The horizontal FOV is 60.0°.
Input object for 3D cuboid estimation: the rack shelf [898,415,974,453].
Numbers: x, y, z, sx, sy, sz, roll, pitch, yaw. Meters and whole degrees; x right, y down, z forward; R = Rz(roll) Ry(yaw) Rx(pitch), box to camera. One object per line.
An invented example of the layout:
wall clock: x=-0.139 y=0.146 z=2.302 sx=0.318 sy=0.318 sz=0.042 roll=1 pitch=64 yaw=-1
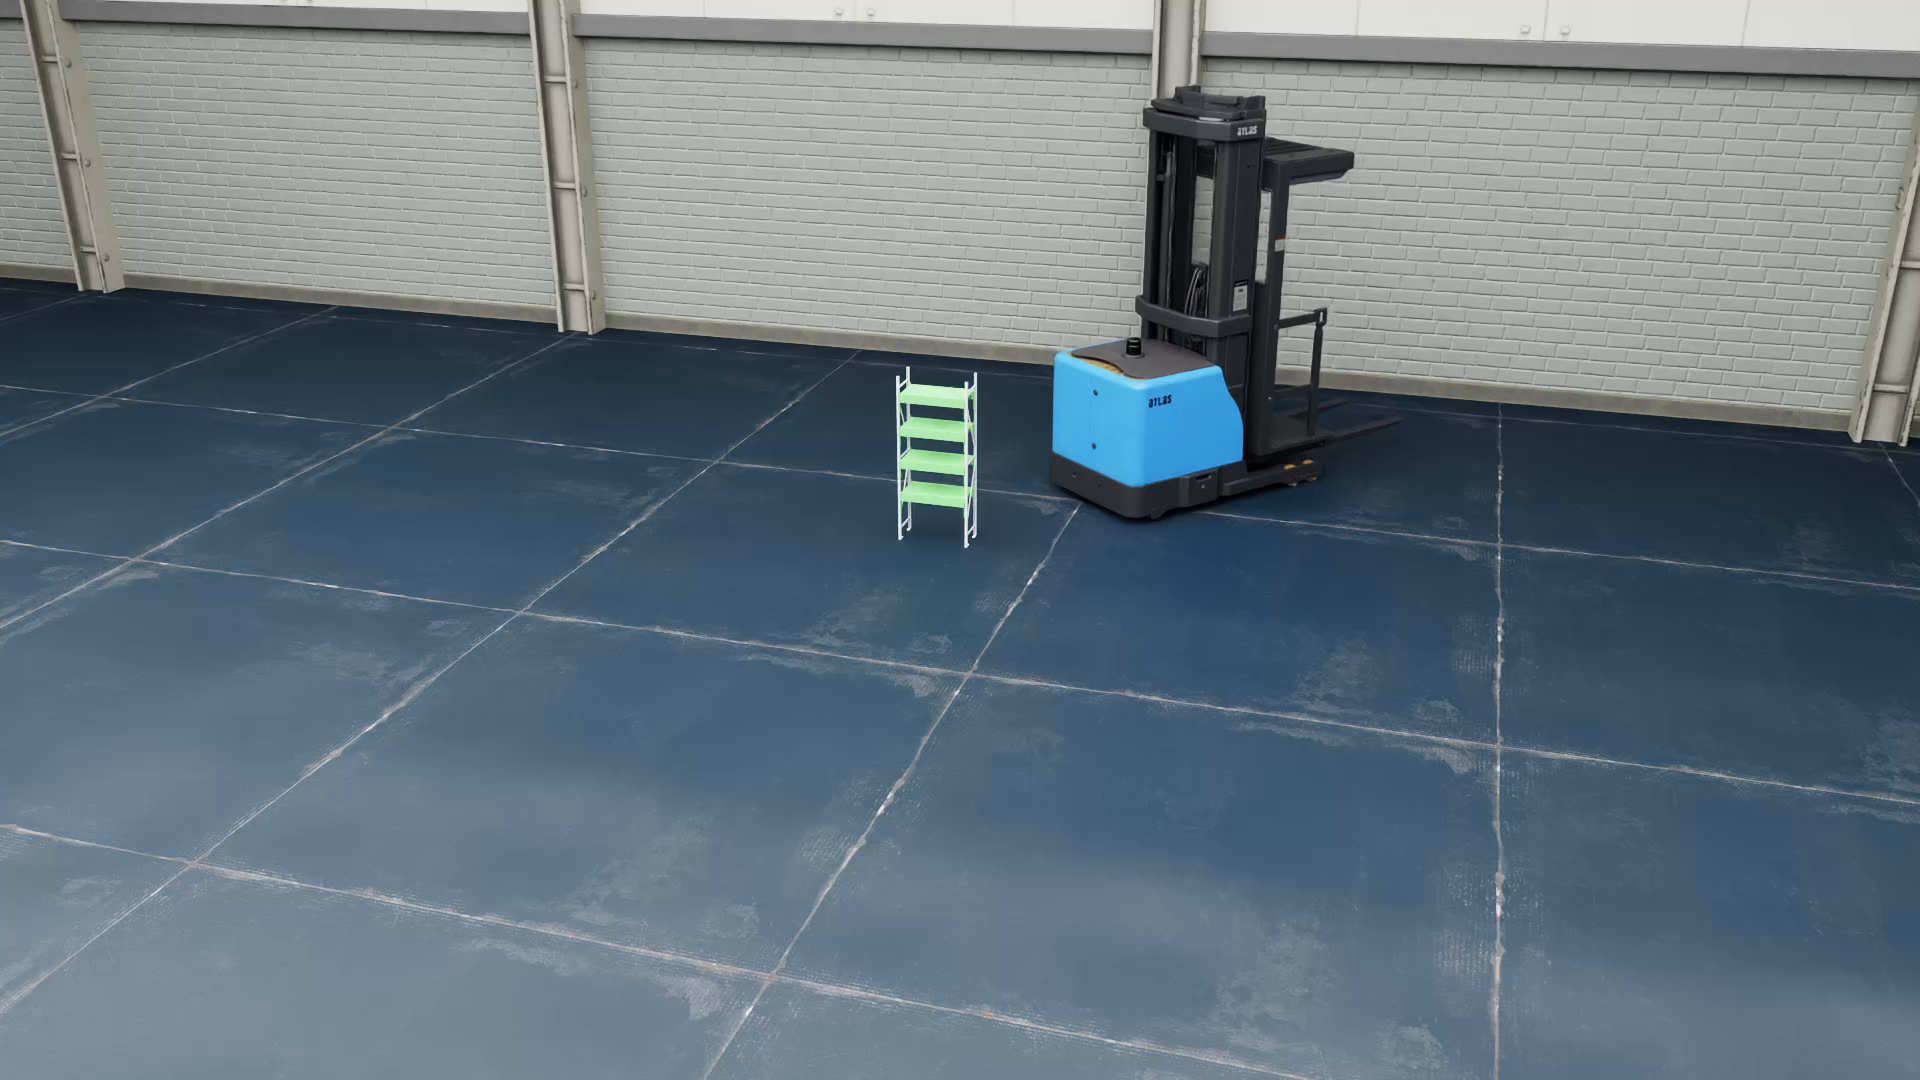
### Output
rack shelf: x=-0.158 y=-0.736 z=11.520 sx=0.480 sy=0.148 sz=0.258 roll=7 pitch=23 yaw=16

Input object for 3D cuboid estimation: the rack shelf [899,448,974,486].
rack shelf: x=-0.158 y=-0.514 z=11.611 sx=0.480 sy=0.148 sz=0.258 roll=7 pitch=23 yaw=16

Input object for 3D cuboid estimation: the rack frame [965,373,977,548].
rack frame: x=0.075 y=-0.547 z=11.521 sx=0.015 sy=1.200 sz=0.240 roll=7 pitch=23 yaw=16

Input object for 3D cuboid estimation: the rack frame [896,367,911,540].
rack frame: x=-0.392 y=-0.600 z=11.652 sx=0.015 sy=1.200 sz=0.240 roll=7 pitch=23 yaw=16

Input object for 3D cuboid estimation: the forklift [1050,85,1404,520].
forklift: x=2.192 y=-1.919 z=12.587 sx=3.031 sy=2.935 sz=1.130 roll=-14 pitch=26 yaw=-31

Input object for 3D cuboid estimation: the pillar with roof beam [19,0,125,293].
pillar with roof beam: x=-10.852 y=-5.418 z=13.121 sx=0.400 sy=9.000 sz=9.100 roll=7 pitch=23 yaw=16

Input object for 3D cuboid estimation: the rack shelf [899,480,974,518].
rack shelf: x=-0.158 y=-0.292 z=11.702 sx=0.480 sy=0.148 sz=0.258 roll=7 pitch=23 yaw=16

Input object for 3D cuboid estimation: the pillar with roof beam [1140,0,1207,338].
pillar with roof beam: x=0.636 y=-4.102 z=9.914 sx=0.400 sy=9.000 sz=9.100 roll=7 pitch=23 yaw=16

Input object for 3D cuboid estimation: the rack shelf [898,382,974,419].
rack shelf: x=-0.158 y=-0.958 z=11.429 sx=0.480 sy=0.148 sz=0.258 roll=7 pitch=23 yaw=16

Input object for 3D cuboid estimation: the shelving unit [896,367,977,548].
shelving unit: x=-0.158 y=-0.573 z=11.587 sx=0.503 sy=1.200 sz=0.258 roll=7 pitch=23 yaw=16

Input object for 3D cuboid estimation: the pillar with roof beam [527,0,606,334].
pillar with roof beam: x=-5.108 y=-4.760 z=11.517 sx=0.400 sy=9.000 sz=9.100 roll=7 pitch=23 yaw=16

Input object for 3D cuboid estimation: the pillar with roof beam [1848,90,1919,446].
pillar with roof beam: x=6.380 y=-3.445 z=8.310 sx=0.400 sy=9.000 sz=9.100 roll=7 pitch=23 yaw=16
